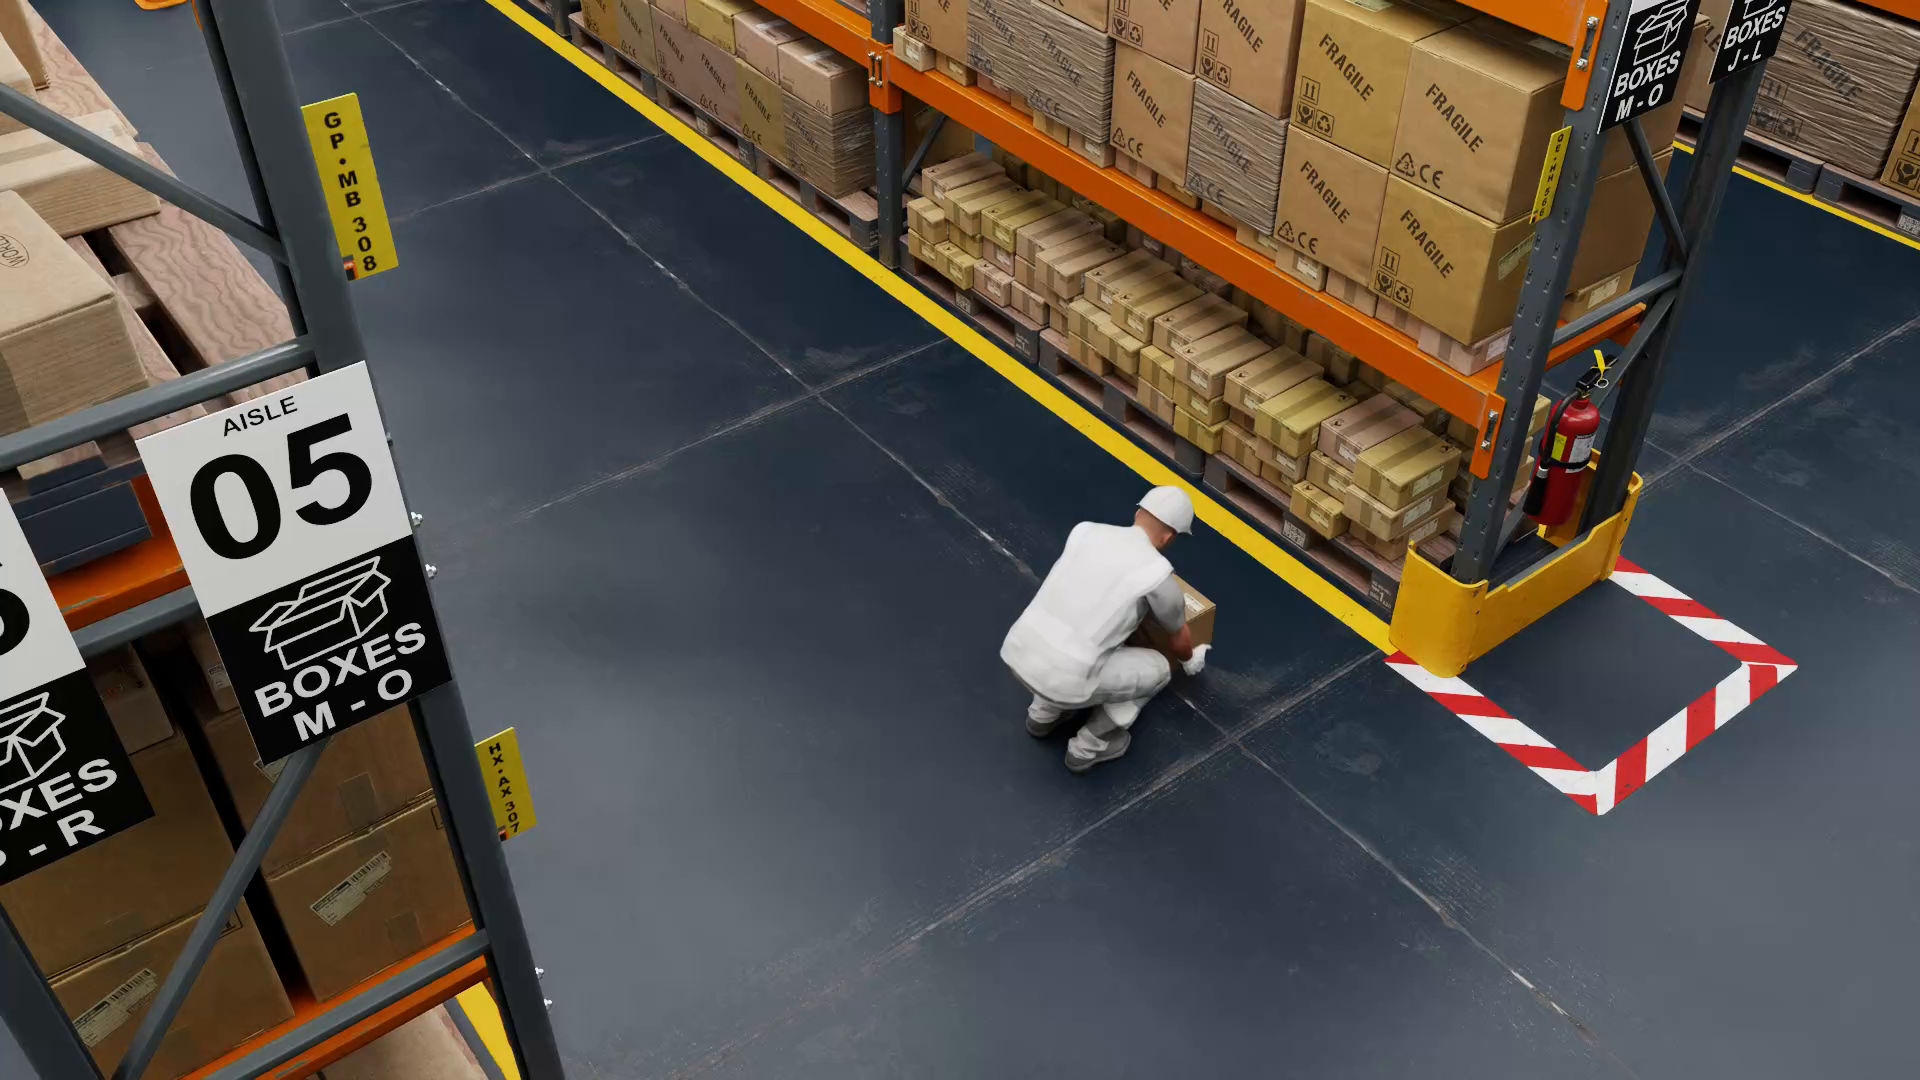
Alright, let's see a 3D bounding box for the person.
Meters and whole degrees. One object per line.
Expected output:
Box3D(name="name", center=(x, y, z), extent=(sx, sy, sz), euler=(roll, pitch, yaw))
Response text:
Box3D(name="person", center=(0.563, 0.337, 6.361), extent=(0.903, 0.994, 0.541), euler=(-27, 47, -29))
